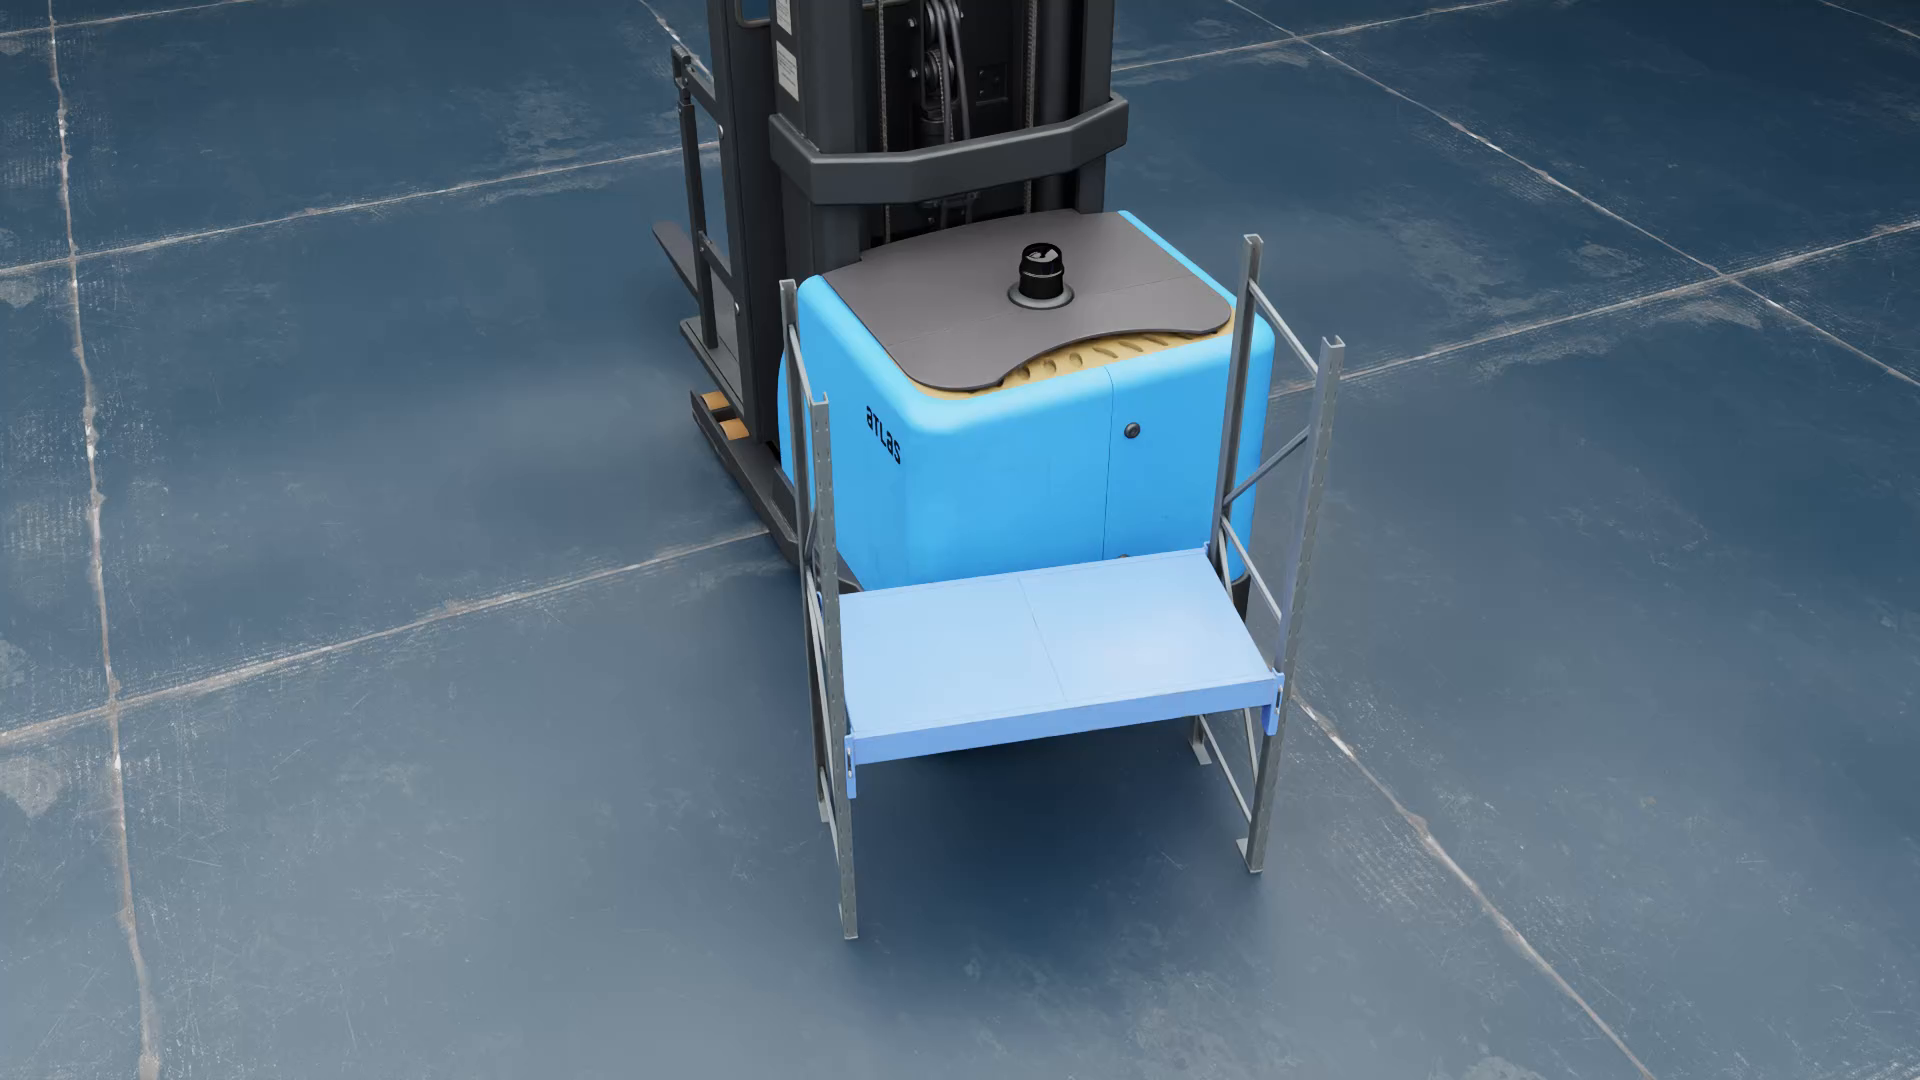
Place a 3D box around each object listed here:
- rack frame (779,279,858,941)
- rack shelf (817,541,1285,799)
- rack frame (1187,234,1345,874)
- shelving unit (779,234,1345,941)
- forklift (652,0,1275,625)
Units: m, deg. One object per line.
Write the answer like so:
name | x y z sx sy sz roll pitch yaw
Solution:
rack frame | -0.309 0.206 3.714 0.032 1.500 0.500 -7 37 -10
rack shelf | 0.188 0.288 3.905 1.000 0.185 0.538 -7 37 -10
rack frame | 0.685 0.080 3.883 0.032 1.500 0.500 -7 37 -10
shelving unit | 0.188 0.143 3.798 1.048 1.500 0.538 -7 37 -10
forklift | -0.267 -1.517 4.835 1.130 2.935 3.031 -16 39 -20
